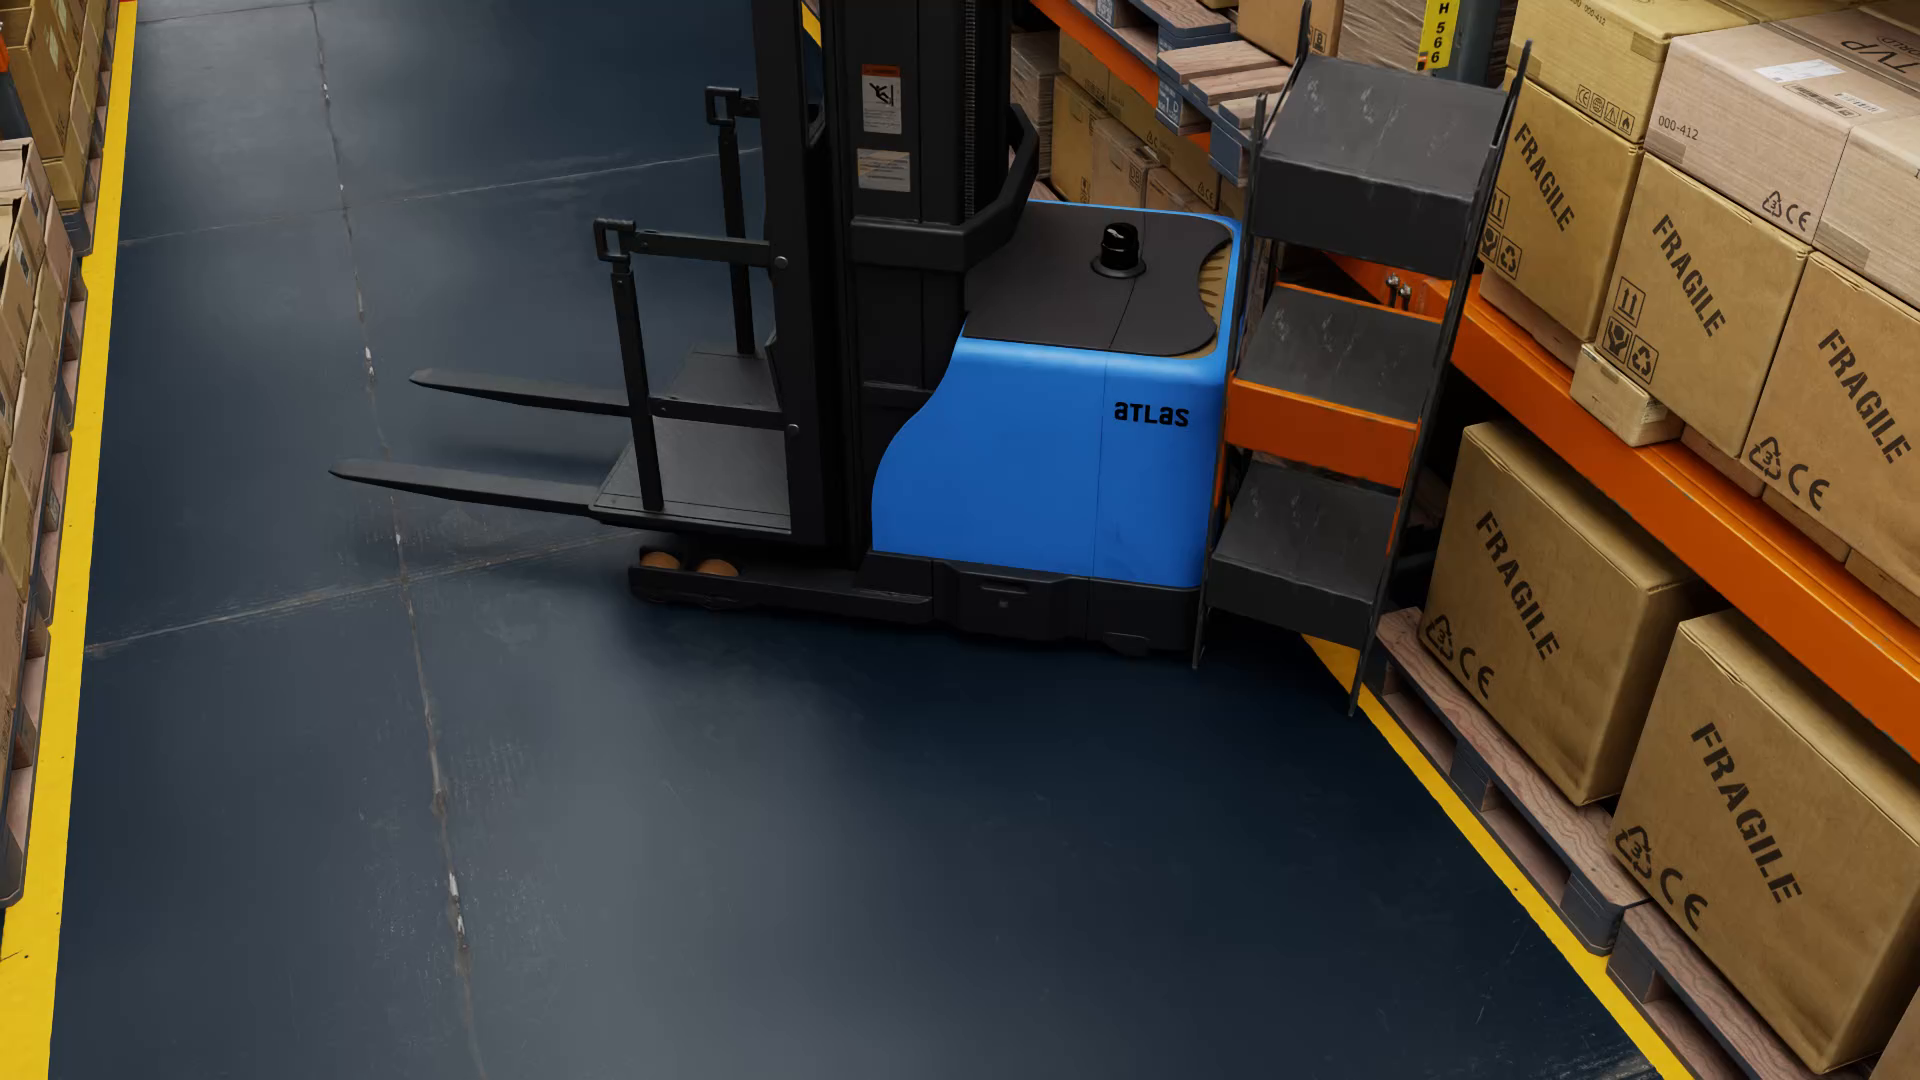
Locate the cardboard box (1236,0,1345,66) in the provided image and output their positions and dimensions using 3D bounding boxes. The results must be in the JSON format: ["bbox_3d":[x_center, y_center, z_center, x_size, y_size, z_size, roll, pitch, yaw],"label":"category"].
[{"bbox_3d":[1.318,-1.803,5.202,0.700,0.500,0.500,-16,40,-20],"label":"cardboard box"}]

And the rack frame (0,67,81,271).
[{"bbox_3d":[-4.319,-2.246,6.238,1.000,3.000,0.127,-12,39,-16],"label":"rack frame"}]

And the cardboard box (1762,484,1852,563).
[{"bbox_3d":[1.993,-0.114,3.601,0.380,0.149,0.250,-12,39,-15],"label":"cardboard box"}]

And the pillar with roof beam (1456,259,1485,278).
[{"bbox_3d":[-1.970,-3.432,2.827,9.100,9.000,0.400,-12,39,-16],"label":"pillar with roof beam"}]

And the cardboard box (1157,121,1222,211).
[{"bbox_3d":[1.091,-1.511,6.351,0.500,0.250,0.500,-13,39,-16],"label":"cardboard box"}]

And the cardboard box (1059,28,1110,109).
[{"bbox_3d":[0.754,-2.090,7.120,0.500,0.250,0.500,-13,39,-17],"label":"cardboard box"}]

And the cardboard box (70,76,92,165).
[{"bbox_3d":[-4.362,-1.923,7.747,0.500,0.250,0.500,-12,39,-16],"label":"cardboard box"}]

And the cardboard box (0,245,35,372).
[{"bbox_3d":[-3.557,-0.795,5.782,0.500,0.311,0.500,-13,39,-16],"label":"cardboard box"}]

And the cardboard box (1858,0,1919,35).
[{"bbox_3d":[2.281,-0.984,3.593,0.500,0.250,0.500,-14,39,-17],"label":"cardboard box"}]

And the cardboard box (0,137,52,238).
[{"bbox_3d":[-3.911,-1.370,6.545,0.500,0.311,0.500,-12,39,-16],"label":"cardboard box"}]

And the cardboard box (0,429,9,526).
[{"bbox_3d":[-3.210,-0.220,5.019,0.500,0.311,0.500,-13,39,-17],"label":"cardboard box"}]

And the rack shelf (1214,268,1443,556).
[{"bbox_3d":[0.980,-0.335,4.381,0.480,0.518,0.431,16,53,16],"label":"rack shelf"}]

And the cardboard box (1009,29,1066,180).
[{"bbox_3d":[0.599,-2.038,7.675,0.700,0.500,0.500,-11,38,-14],"label":"cardboard box"}]

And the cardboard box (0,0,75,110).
[{"bbox_3d":[-4.365,-2.222,7.520,0.500,0.500,0.500,-12,39,-16],"label":"cardboard box"}]

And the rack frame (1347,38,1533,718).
[{"bbox_3d":[1.204,-0.277,4.304,0.015,2.100,0.400,16,53,16],"label":"rack frame"}]

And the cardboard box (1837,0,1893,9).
[{"bbox_3d":[2.106,-1.277,3.983,0.500,0.250,0.500,-11,38,-15],"label":"cardboard box"}]

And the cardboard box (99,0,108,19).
[{"bbox_3d":[-5.051,-3.053,9.246,0.500,0.250,0.500,-12,39,-16],"label":"cardboard box"}]

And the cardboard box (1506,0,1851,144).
[{"bbox_3d":[1.631,-1.154,3.818,0.500,0.250,0.500,-12,38,-15],"label":"cardboard box"}]

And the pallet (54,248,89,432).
[{"bbox_3d":[-4.029,-0.724,6.535,1.003,0.211,1.213,-12,39,-16],"label":"pallet"}]

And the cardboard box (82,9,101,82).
[{"bbox_3d":[-4.707,-2.488,8.496,0.500,0.250,0.500,-12,39,-16],"label":"cardboard box"}]

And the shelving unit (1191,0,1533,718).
[{"bbox_3d":[0.979,-0.344,4.371,0.503,2.100,0.431,16,53,16],"label":"shelving unit"}]

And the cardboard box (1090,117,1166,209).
[{"bbox_3d":[0.962,-1.460,6.907,0.700,0.500,0.500,-12,39,-15],"label":"cardboard box"}]

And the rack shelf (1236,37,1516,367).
[{"bbox_3d":[0.950,-0.778,3.840,0.480,0.518,0.431,16,53,16],"label":"rack shelf"}]

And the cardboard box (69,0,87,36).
[{"bbox_3d":[-4.703,-2.788,8.272,0.500,0.500,0.500,-12,39,-16],"label":"cardboard box"}]

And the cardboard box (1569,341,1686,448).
[{"bbox_3d":[1.693,-0.376,3.948,0.380,0.149,0.250,-11,38,-15],"label":"cardboard box"}]

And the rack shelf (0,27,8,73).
[{"bbox_3d":[-3.631,-0.828,4.955,1.077,0.370,4.000,-12,39,-16],"label":"rack shelf"}]

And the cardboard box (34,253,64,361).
[{"bbox_3d":[-3.732,-0.855,6.328,0.500,0.250,0.500,-13,39,-17],"label":"cardboard box"}]

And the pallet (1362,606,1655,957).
[{"bbox_3d":[1.907,0.561,4.830,1.003,0.211,1.213,-12,39,-16],"label":"pallet"}]

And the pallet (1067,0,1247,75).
[{"bbox_3d":[0.987,-2.047,6.134,1.003,0.211,1.213,-12,39,-16],"label":"pallet"}]

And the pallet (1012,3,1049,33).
[{"bbox_3d":[0.066,-2.532,8.935,1.003,0.211,1.213,-12,39,-16],"label":"pallet"}]

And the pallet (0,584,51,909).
[{"bbox_3d":[-3.190,0.655,4.705,1.003,0.211,1.213,-12,39,-16],"label":"pallet"}]

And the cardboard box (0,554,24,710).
[{"bbox_3d":[-3.021,0.304,4.789,0.500,0.250,0.500,-13,39,-17],"label":"cardboard box"}]

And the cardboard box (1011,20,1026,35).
[{"bbox_3d":[0.118,-2.613,8.716,0.380,0.166,0.250,-18,40,-22],"label":"cardboard box"}]

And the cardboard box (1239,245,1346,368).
[{"bbox_3d":[1.342,-0.902,6.166,0.700,0.500,0.500,-13,39,-16],"label":"cardboard box"}]

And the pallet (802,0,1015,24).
[{"bbox_3d":[-0.358,-3.222,9.852,1.003,0.211,1.213,-12,39,-16],"label":"pallet"}]

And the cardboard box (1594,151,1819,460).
[{"bbox_3d":[1.805,-0.555,3.647,0.500,0.500,0.500,-11,38,-14],"label":"cardboard box"}]

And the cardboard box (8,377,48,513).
[{"bbox_3d":[-3.382,-0.278,5.562,0.500,0.250,0.500,-12,39,-15],"label":"cardboard box"}]

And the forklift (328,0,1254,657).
[{"bbox_3d":[-0.616,-1.245,4.967,3.031,2.935,1.130,7,38,9],"label":"forklift"}]

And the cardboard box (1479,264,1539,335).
[{"bbox_3d":[1.603,-0.687,4.362,0.380,0.149,0.250,-13,39,-17],"label":"cardboard box"}]

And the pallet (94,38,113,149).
[{"bbox_3d":[-4.977,-2.280,8.601,1.003,0.211,1.213,-12,39,-16],"label":"pallet"}]

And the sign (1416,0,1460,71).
[{"bbox_3d":[1.201,-1.327,4.122,0.100,0.325,0.005,-12,39,-16],"label":"sign"}]

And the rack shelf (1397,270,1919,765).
[{"bbox_3d":[2.395,0.404,3.319,1.077,0.370,4.000,-12,39,-16],"label":"rack shelf"}]

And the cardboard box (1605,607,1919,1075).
[{"bbox_3d":[2.132,0.616,3.877,0.750,0.750,0.750,-13,39,-16],"label":"cardboard box"}]
